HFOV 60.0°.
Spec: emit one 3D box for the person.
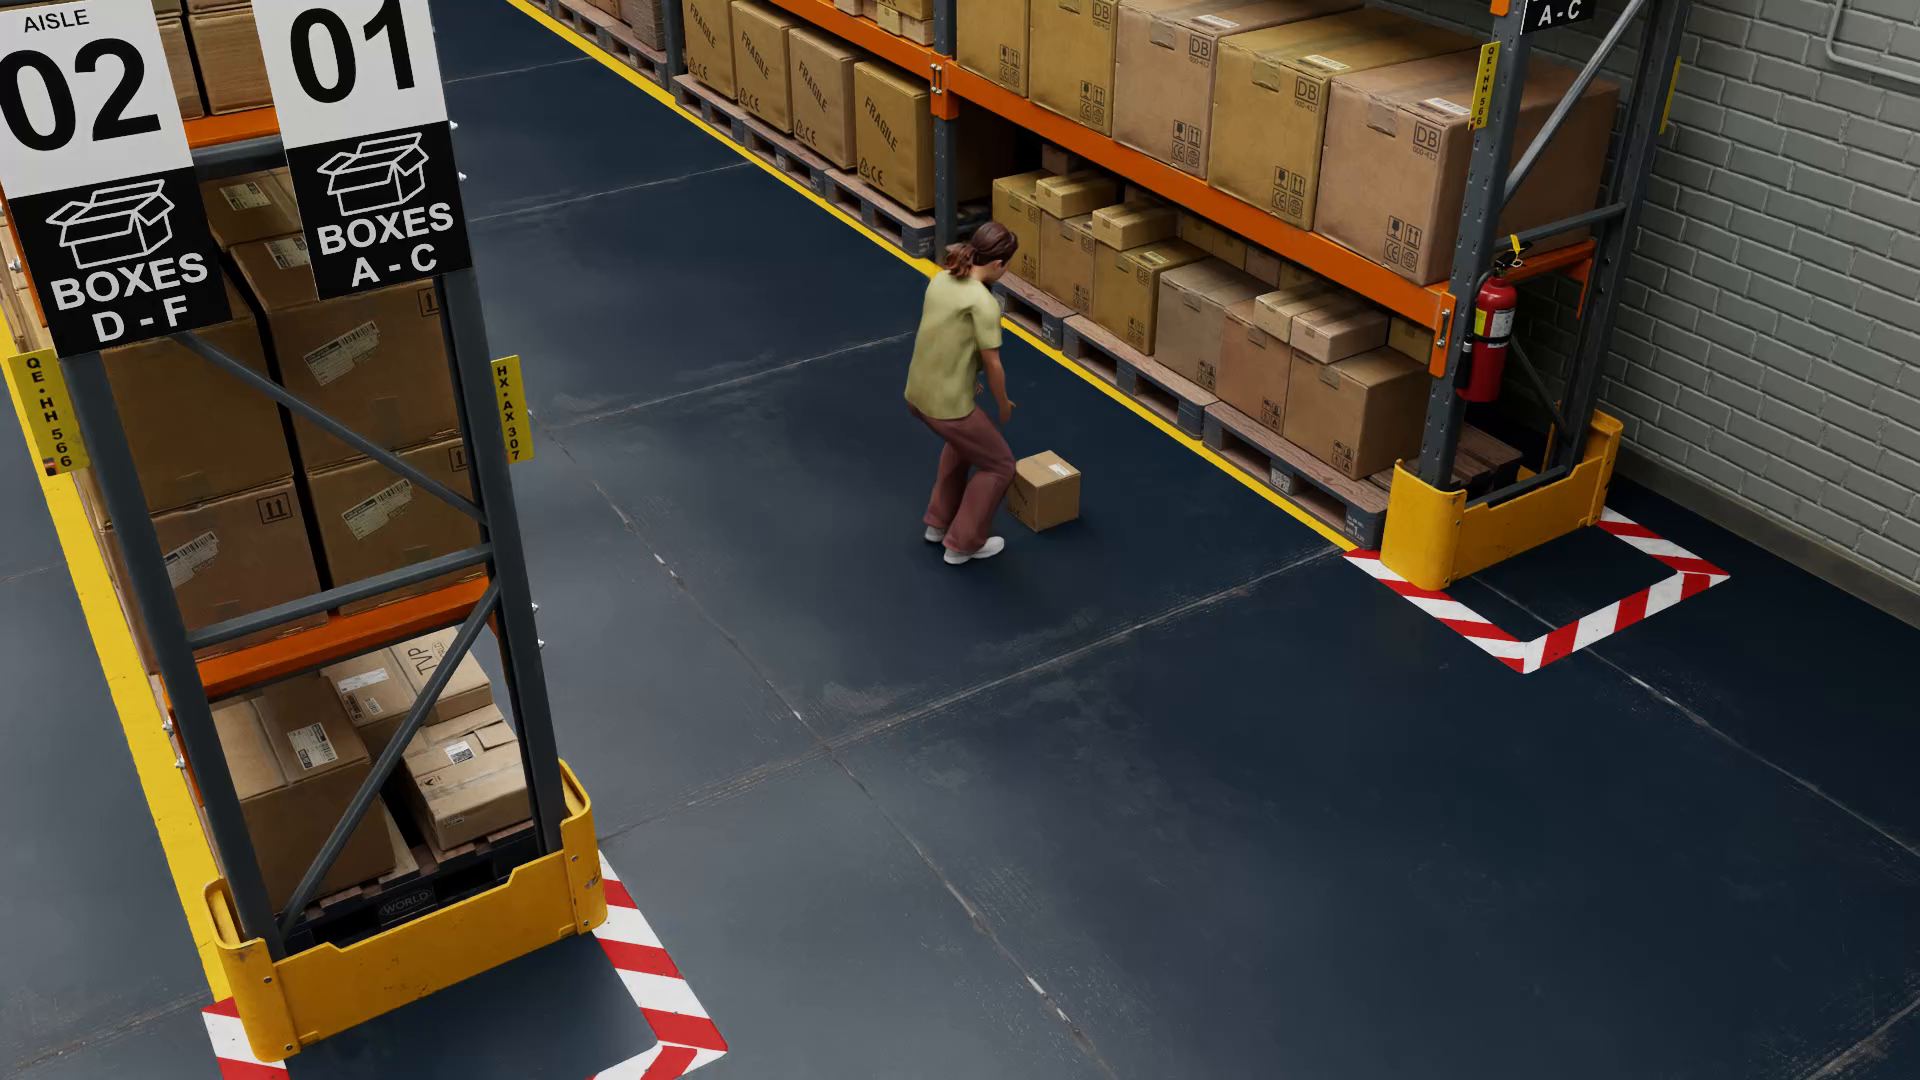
[{"bbox_3d":[0.011,-0.640,7.292,0.533,1.515,0.498,-19,37,-26],"label":"person"}]
